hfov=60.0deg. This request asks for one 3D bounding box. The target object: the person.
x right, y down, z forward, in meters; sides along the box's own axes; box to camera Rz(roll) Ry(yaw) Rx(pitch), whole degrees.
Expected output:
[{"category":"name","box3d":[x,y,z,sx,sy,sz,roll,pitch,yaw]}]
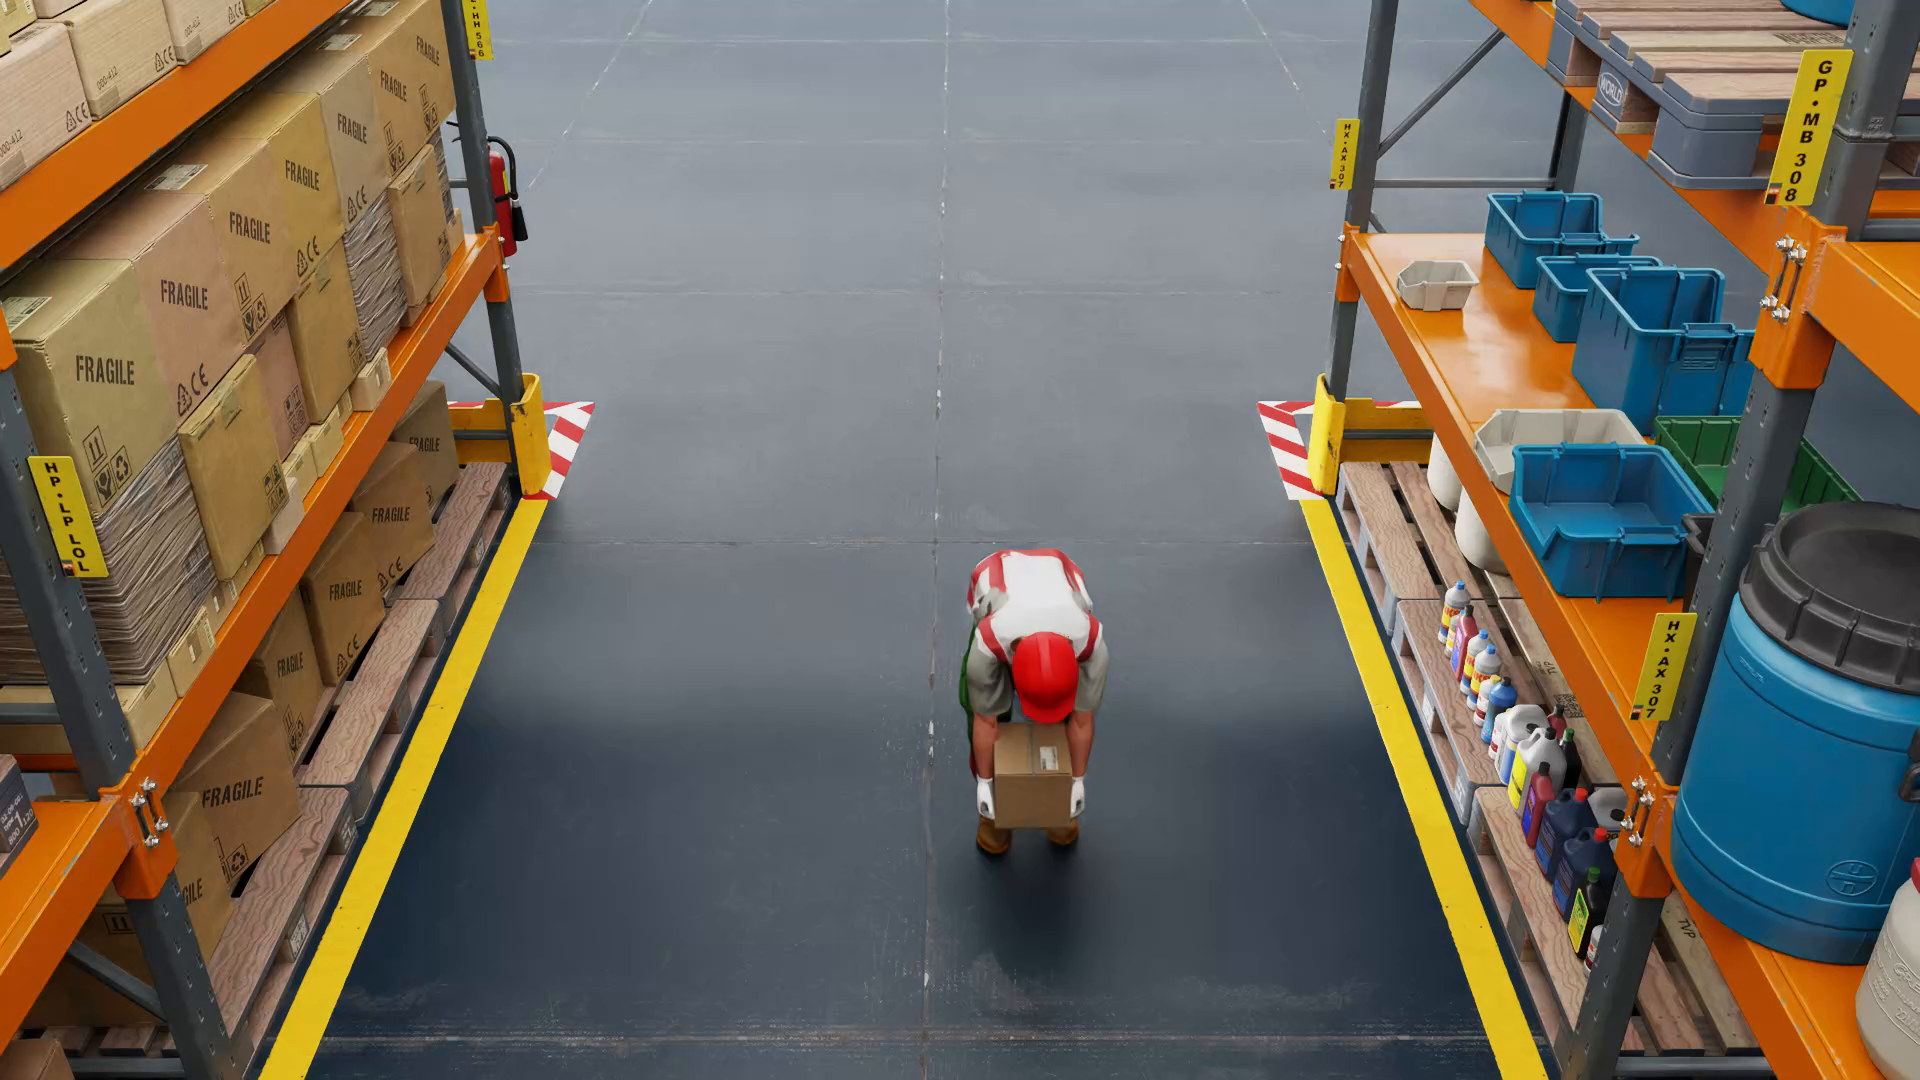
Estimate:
[{"category":"person","box3d":[0.247,0.629,5.620,0.489,1.218,0.949,-1,31,-2]}]
